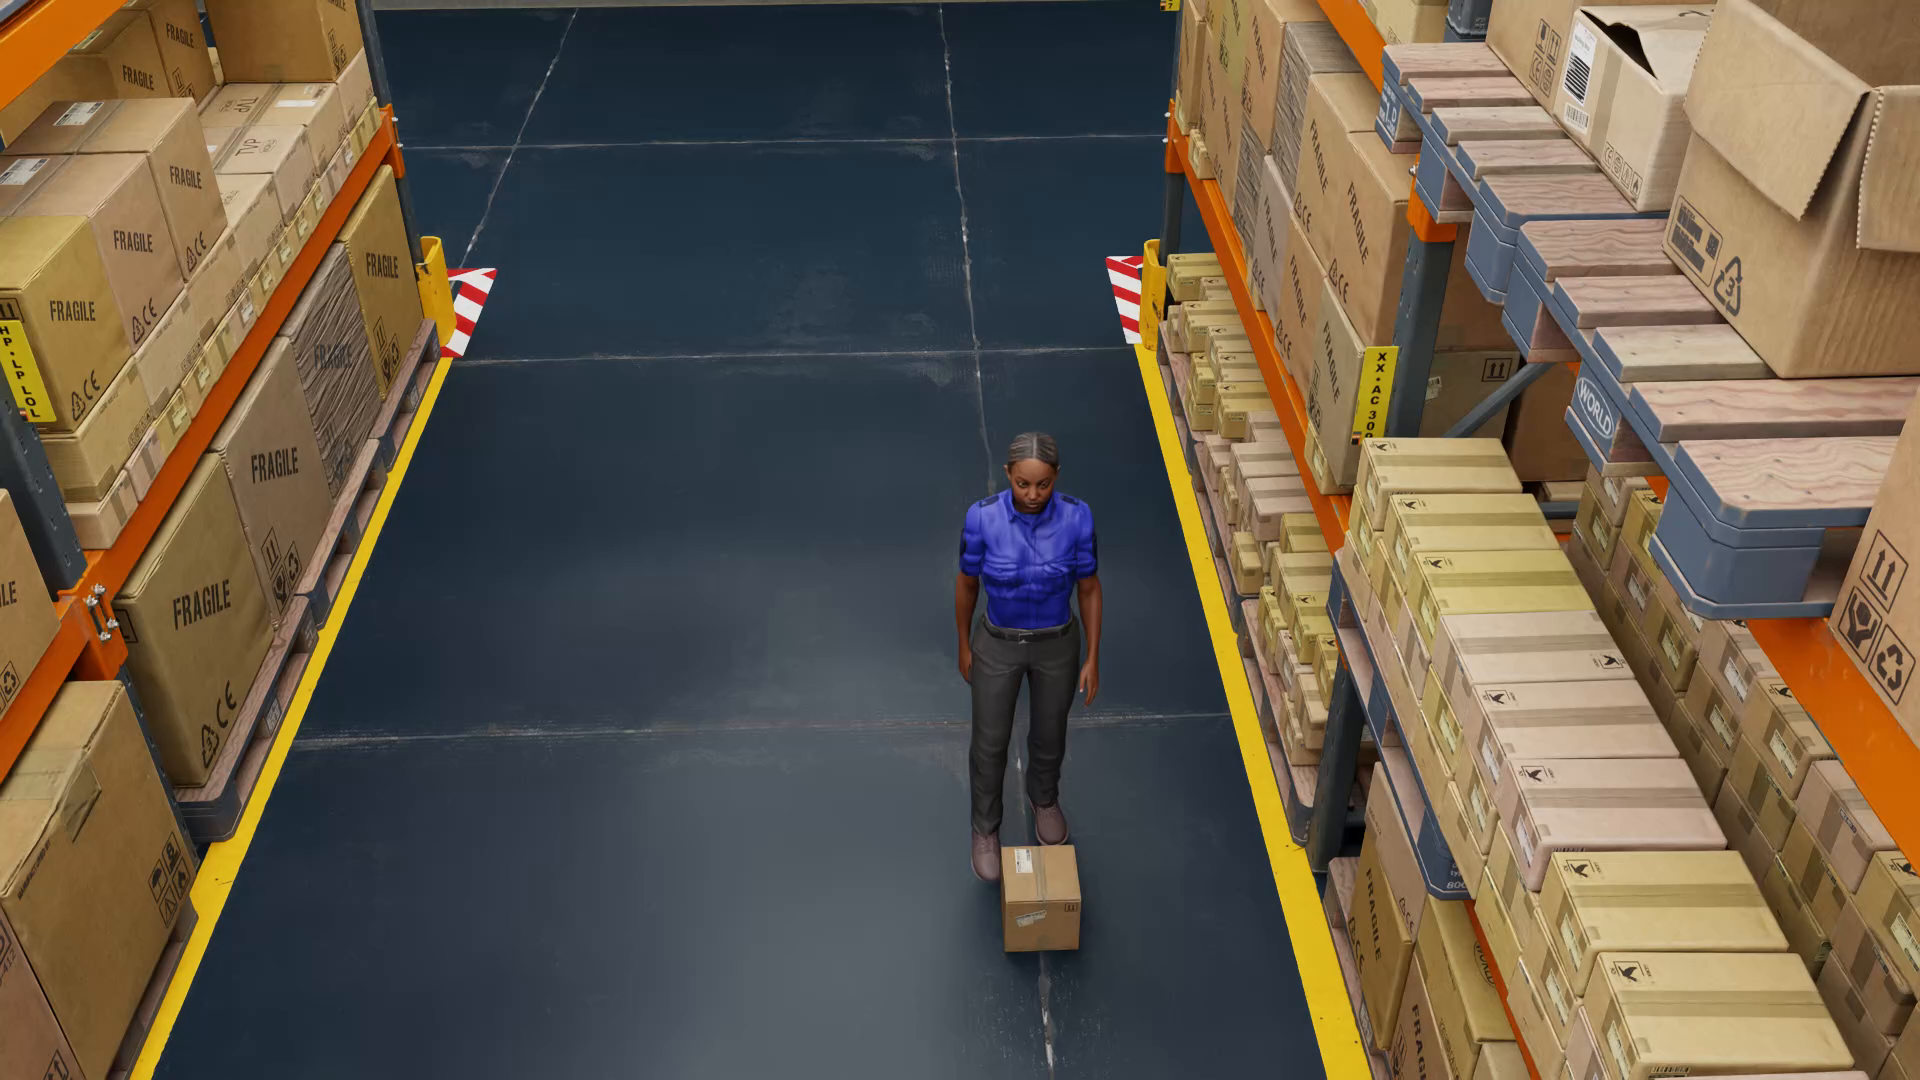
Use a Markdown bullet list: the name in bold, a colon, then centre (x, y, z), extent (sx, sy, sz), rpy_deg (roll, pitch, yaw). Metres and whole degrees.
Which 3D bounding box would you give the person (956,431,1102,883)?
- **person**: centre (0.233, 0.409, 5.583), extent (0.482, 1.682, 0.449), rpy_deg (-2, 36, -3)
